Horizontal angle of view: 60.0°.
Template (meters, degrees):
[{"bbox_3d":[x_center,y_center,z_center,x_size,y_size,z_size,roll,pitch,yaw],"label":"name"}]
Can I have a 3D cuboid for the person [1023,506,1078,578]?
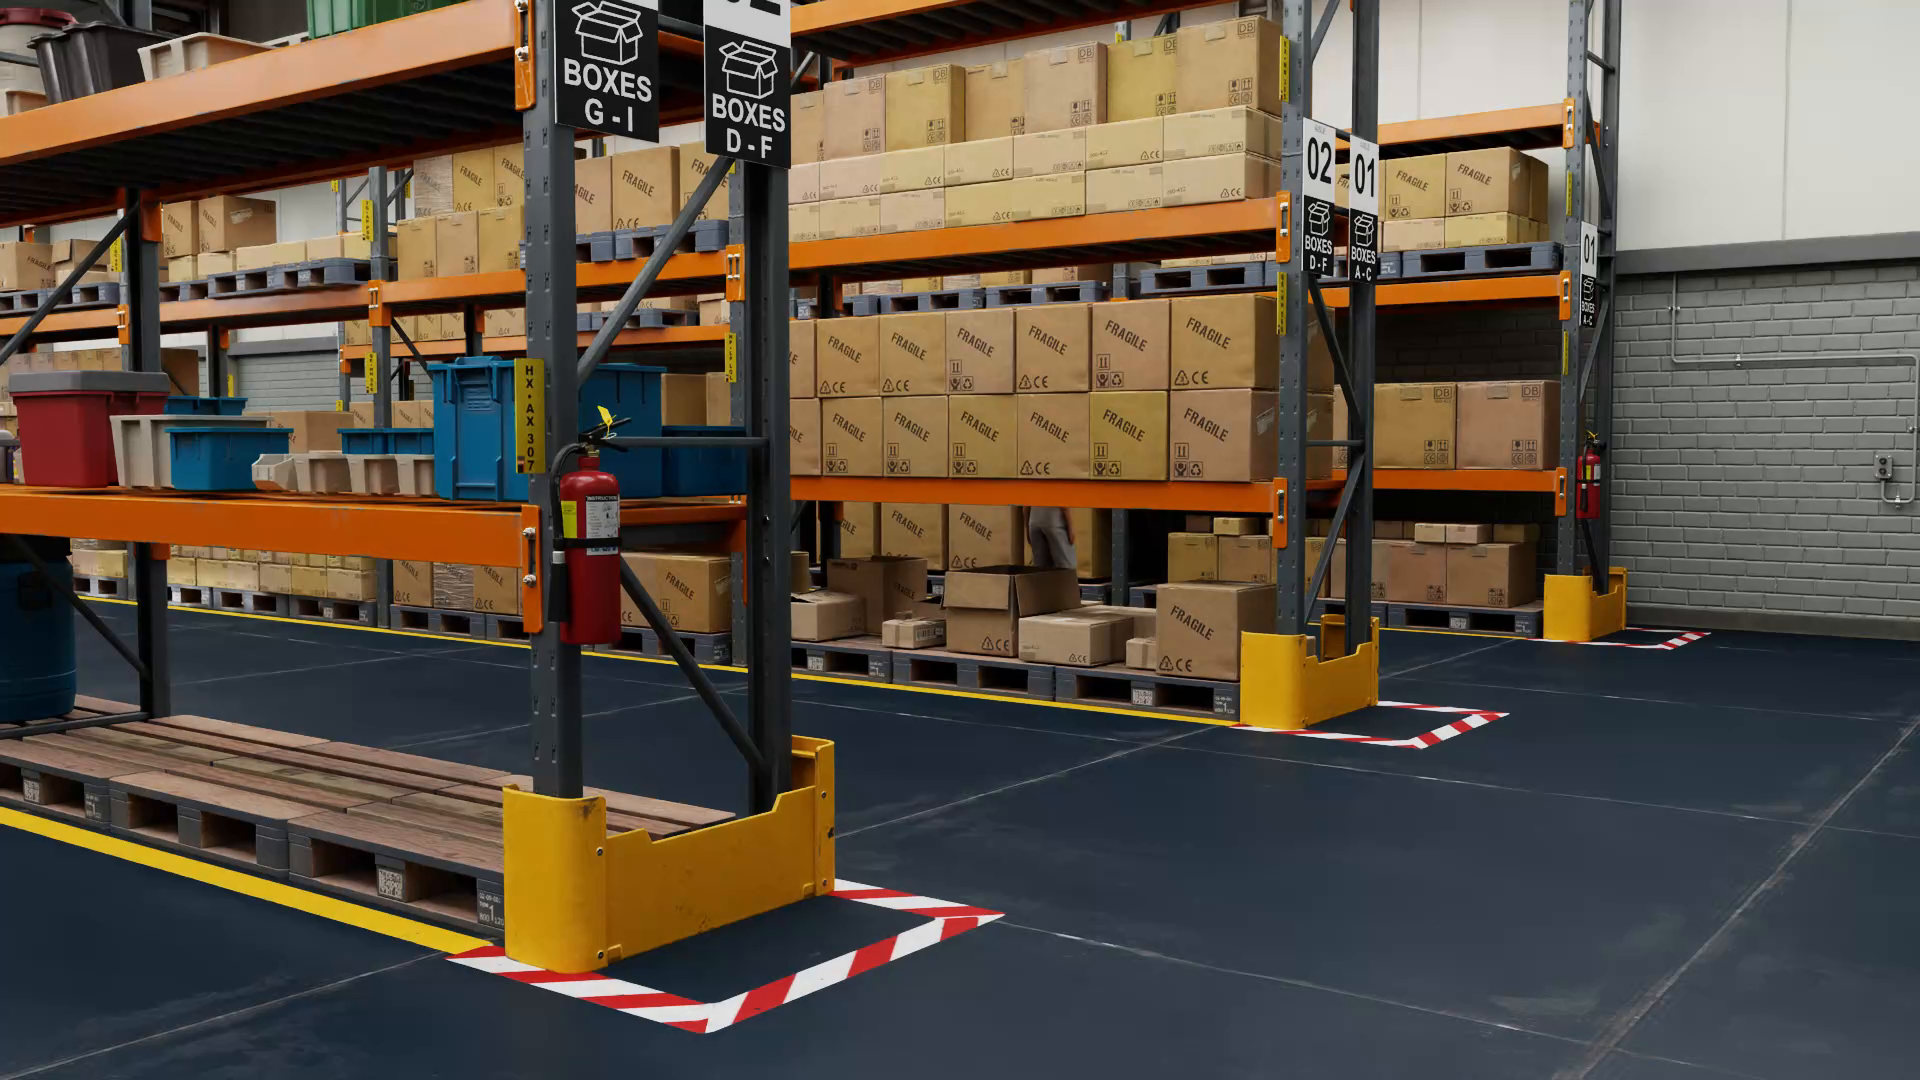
[{"bbox_3d":[0.716,-0.068,12.849,0.487,1.680,0.540,3,5,43],"label":"person"}]
